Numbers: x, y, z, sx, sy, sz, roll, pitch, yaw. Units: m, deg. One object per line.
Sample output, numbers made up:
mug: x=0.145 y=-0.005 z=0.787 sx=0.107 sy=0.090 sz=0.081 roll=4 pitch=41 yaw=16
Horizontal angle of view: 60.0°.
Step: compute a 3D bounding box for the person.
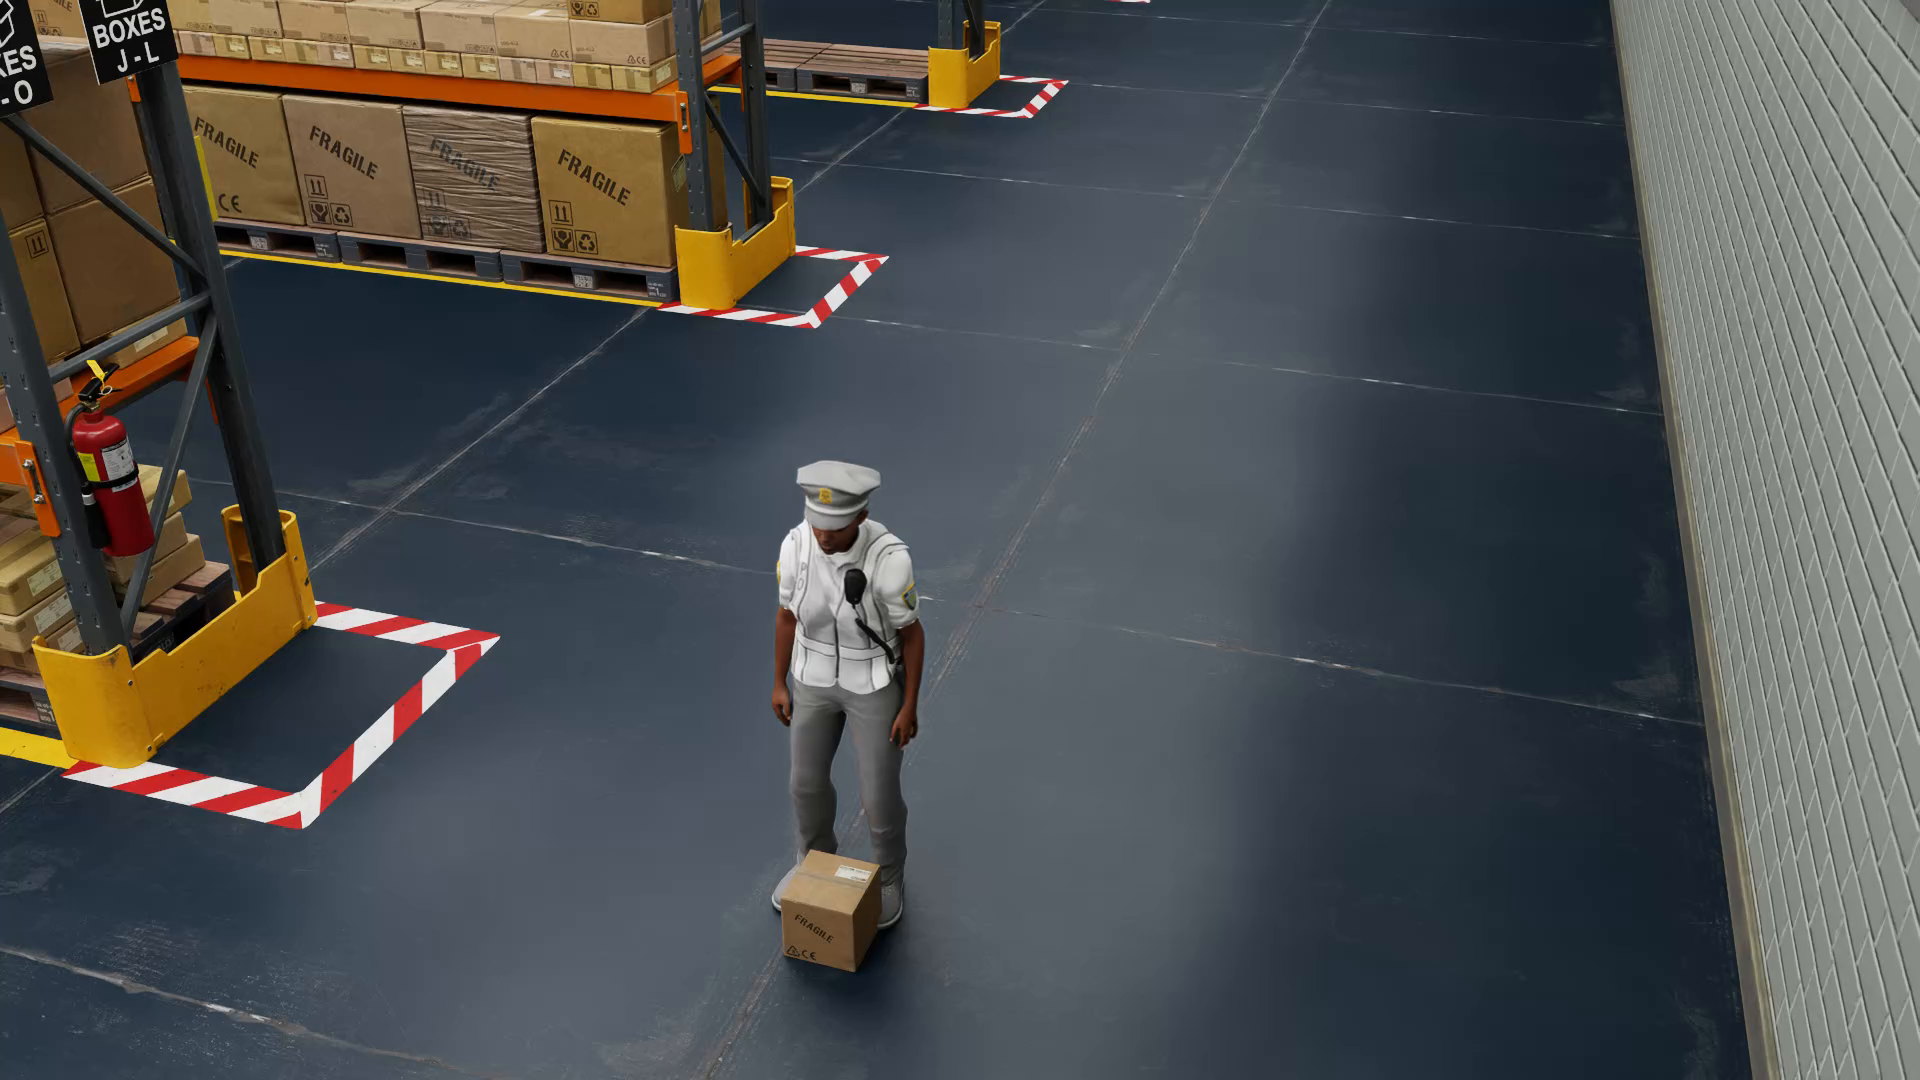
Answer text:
person: x=-0.362 y=0.482 z=5.271 sx=0.506 sy=1.660 sz=0.393 roll=9 pitch=31 yaw=15
